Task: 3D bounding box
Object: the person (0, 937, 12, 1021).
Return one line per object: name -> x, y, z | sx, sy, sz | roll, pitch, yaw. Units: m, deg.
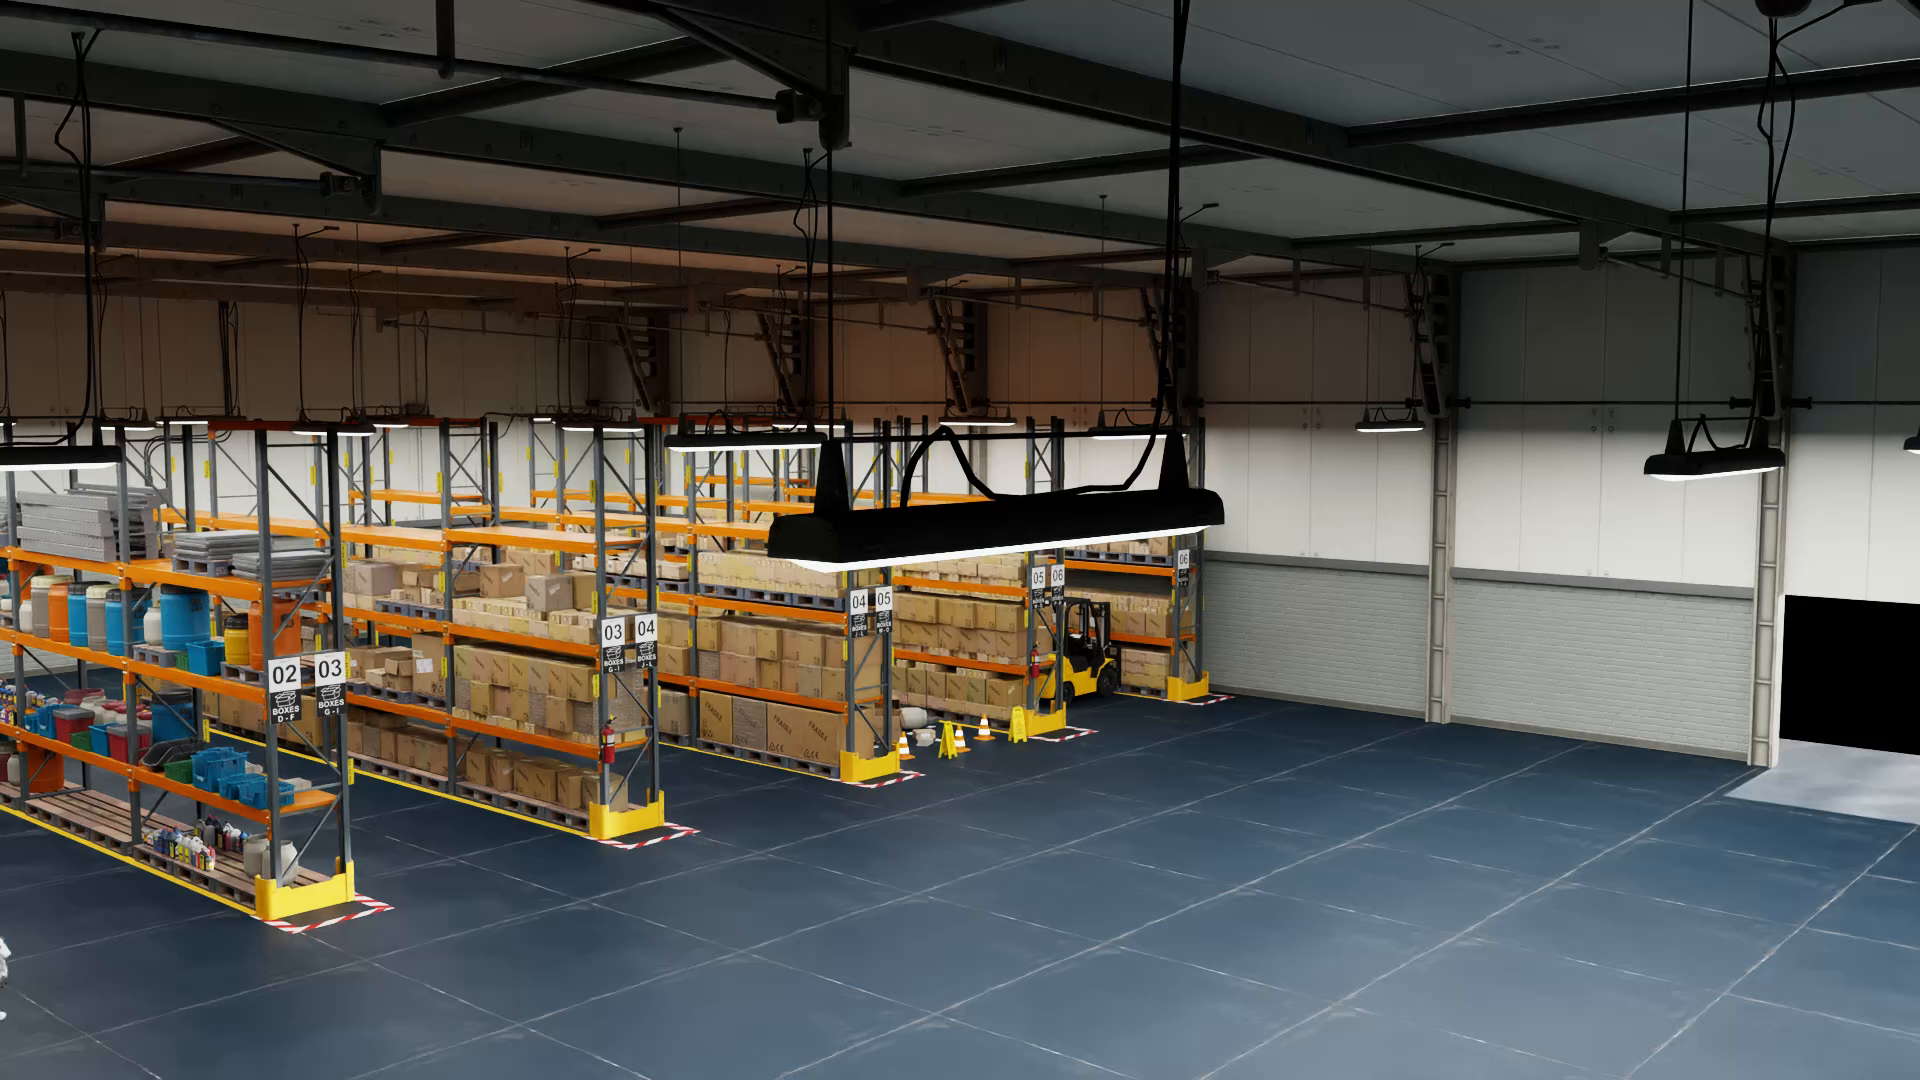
person -> -9.905, 4.032, 16.714 | 0.610, 1.777, 0.565 | 4, 6, 43
